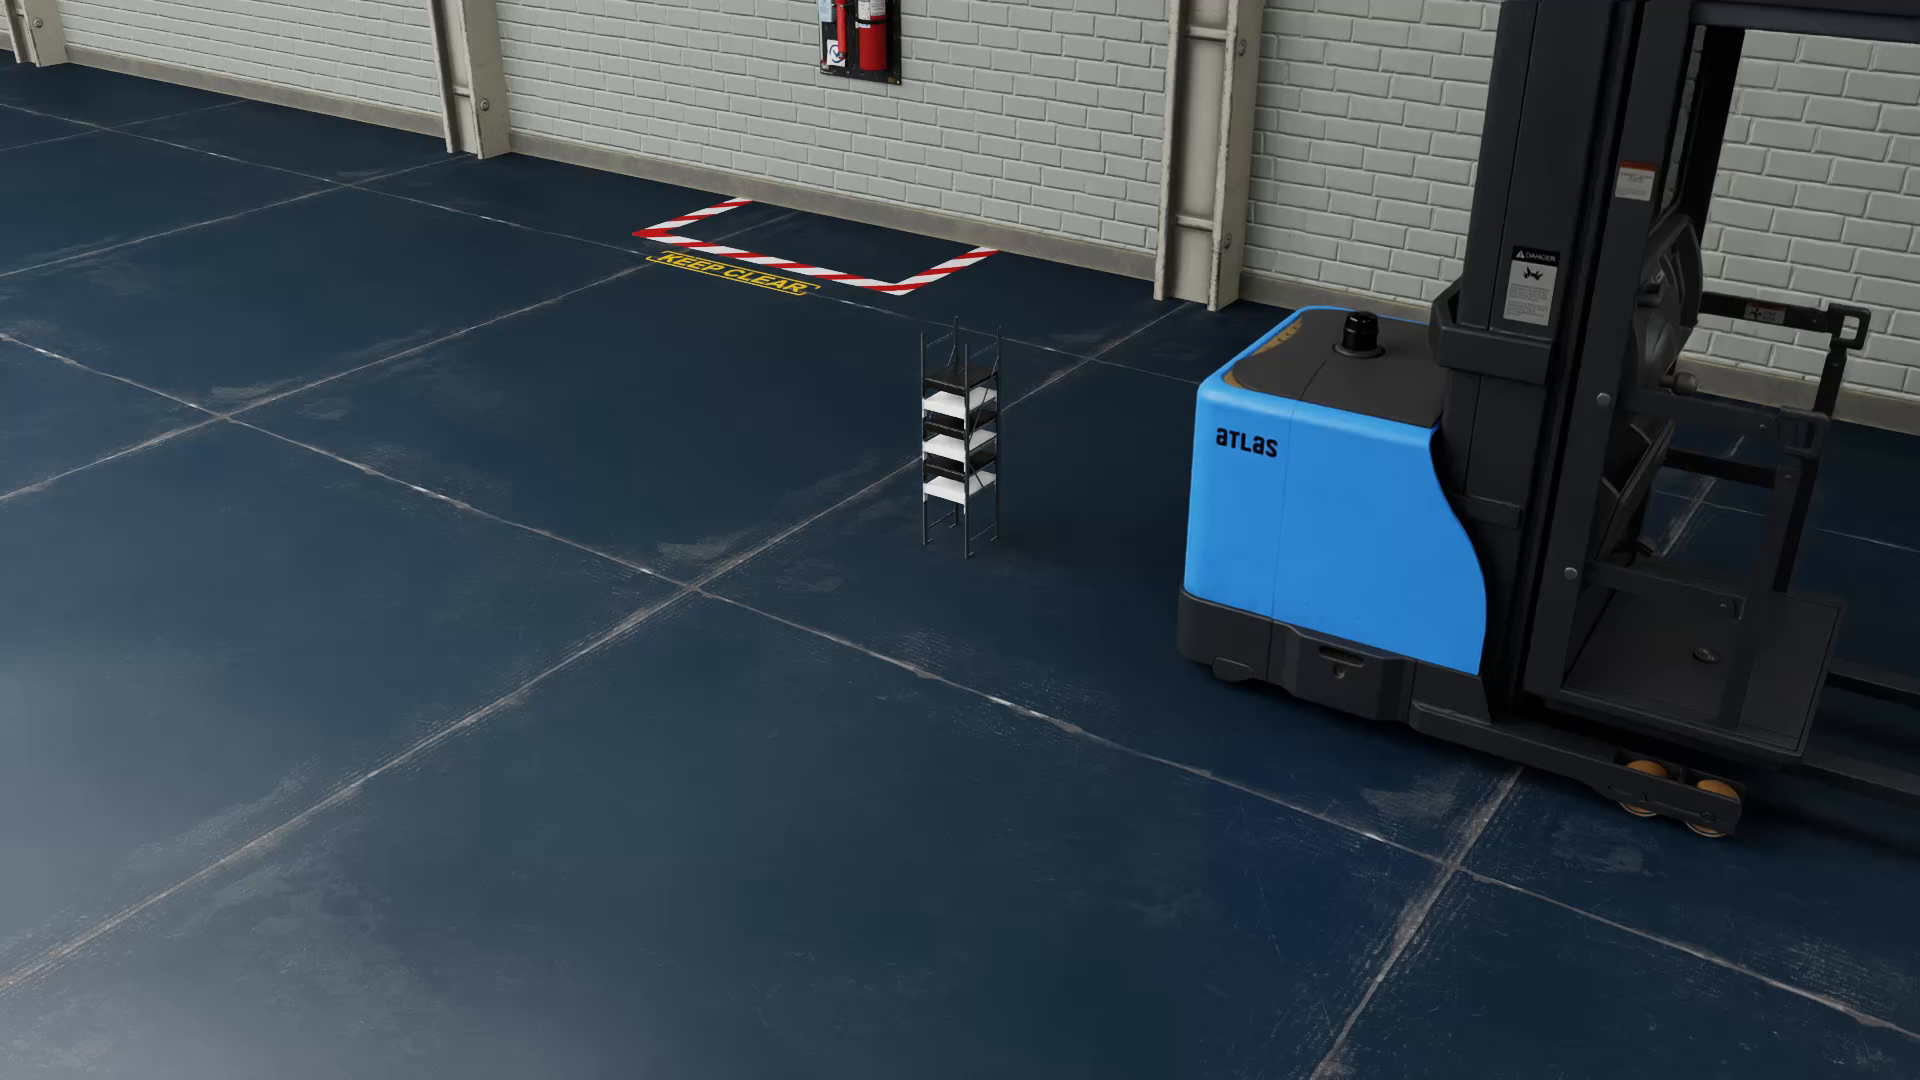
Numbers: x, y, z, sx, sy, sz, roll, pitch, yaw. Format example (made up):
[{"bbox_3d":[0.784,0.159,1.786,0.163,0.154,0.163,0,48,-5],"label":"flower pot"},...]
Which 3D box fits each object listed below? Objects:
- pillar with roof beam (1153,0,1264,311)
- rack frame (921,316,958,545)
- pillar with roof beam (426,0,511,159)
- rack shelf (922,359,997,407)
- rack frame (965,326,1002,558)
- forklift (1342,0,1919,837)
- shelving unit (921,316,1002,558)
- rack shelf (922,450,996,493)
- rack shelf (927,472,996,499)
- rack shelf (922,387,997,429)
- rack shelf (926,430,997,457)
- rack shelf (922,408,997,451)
[{"bbox_3d":[-1.091,-3.779,4.255,0.400,9.000,9.100,17,32,30],"label":"pillar with roof beam"},{"bbox_3d":[-0.077,-0.425,6.593,0.006,0.900,0.240,17,32,30],"label":"rack frame"},{"bbox_3d":[-6.036,-5.320,7.282,0.400,9.000,9.100,17,32,30],"label":"pillar with roof beam"},{"bbox_3d":[0.007,-0.610,6.434,0.200,0.077,0.258,17,32,30],"label":"rack shelf"},{"bbox_3d":[0.090,-0.373,6.490,0.006,0.900,0.240,17,32,30],"label":"rack frame"},{"bbox_3d":[2.277,-0.686,4.867,3.031,2.935,1.110,16,31,28],"label":"forklift"},{"bbox_3d":[0.007,-0.399,6.542,0.210,0.900,0.258,17,32,30],"label":"shelving unit"},{"bbox_3d":[0.007,-0.289,6.598,0.200,0.077,0.258,17,32,30],"label":"rack shelf"},{"bbox_3d":[0.007,-0.227,6.629,0.190,0.026,0.221,17,32,30],"label":"rack shelf"},{"bbox_3d":[0.007,-0.530,6.475,0.200,0.077,0.258,17,32,30],"label":"rack shelf"},{"bbox_3d":[0.007,-0.387,6.548,0.190,0.026,0.221,17,32,30],"label":"rack shelf"},{"bbox_3d":[0.007,-0.449,6.516,0.200,0.077,0.258,17,32,30],"label":"rack shelf"}]
